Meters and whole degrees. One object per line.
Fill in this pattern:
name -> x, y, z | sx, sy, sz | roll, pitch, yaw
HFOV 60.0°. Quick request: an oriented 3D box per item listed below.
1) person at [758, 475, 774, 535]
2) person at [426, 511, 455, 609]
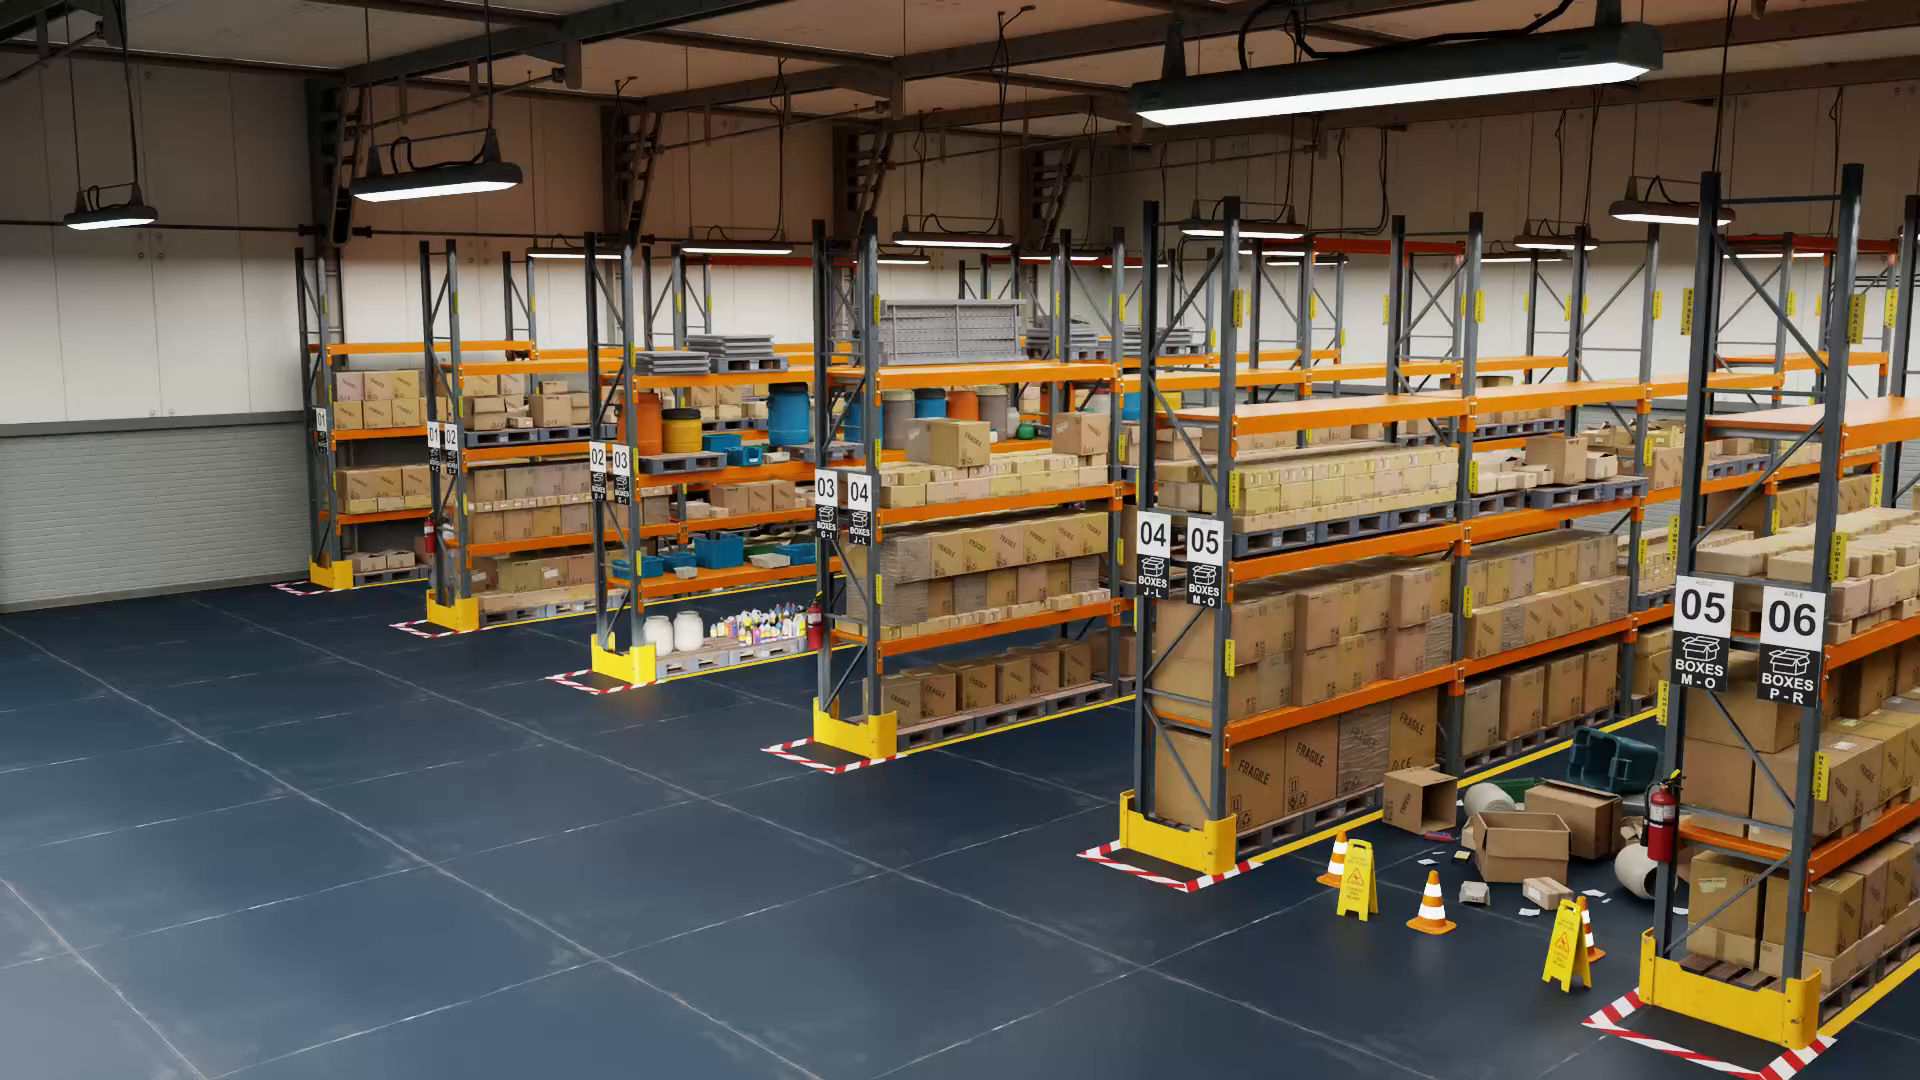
person -> -3.815, -0.532, 32.991 | 0.722, 1.735, 0.667 | 8, 12, 44
person -> -8.534, 0.301, 27.554 | 0.758, 1.659, 0.576 | -8, 11, -43
